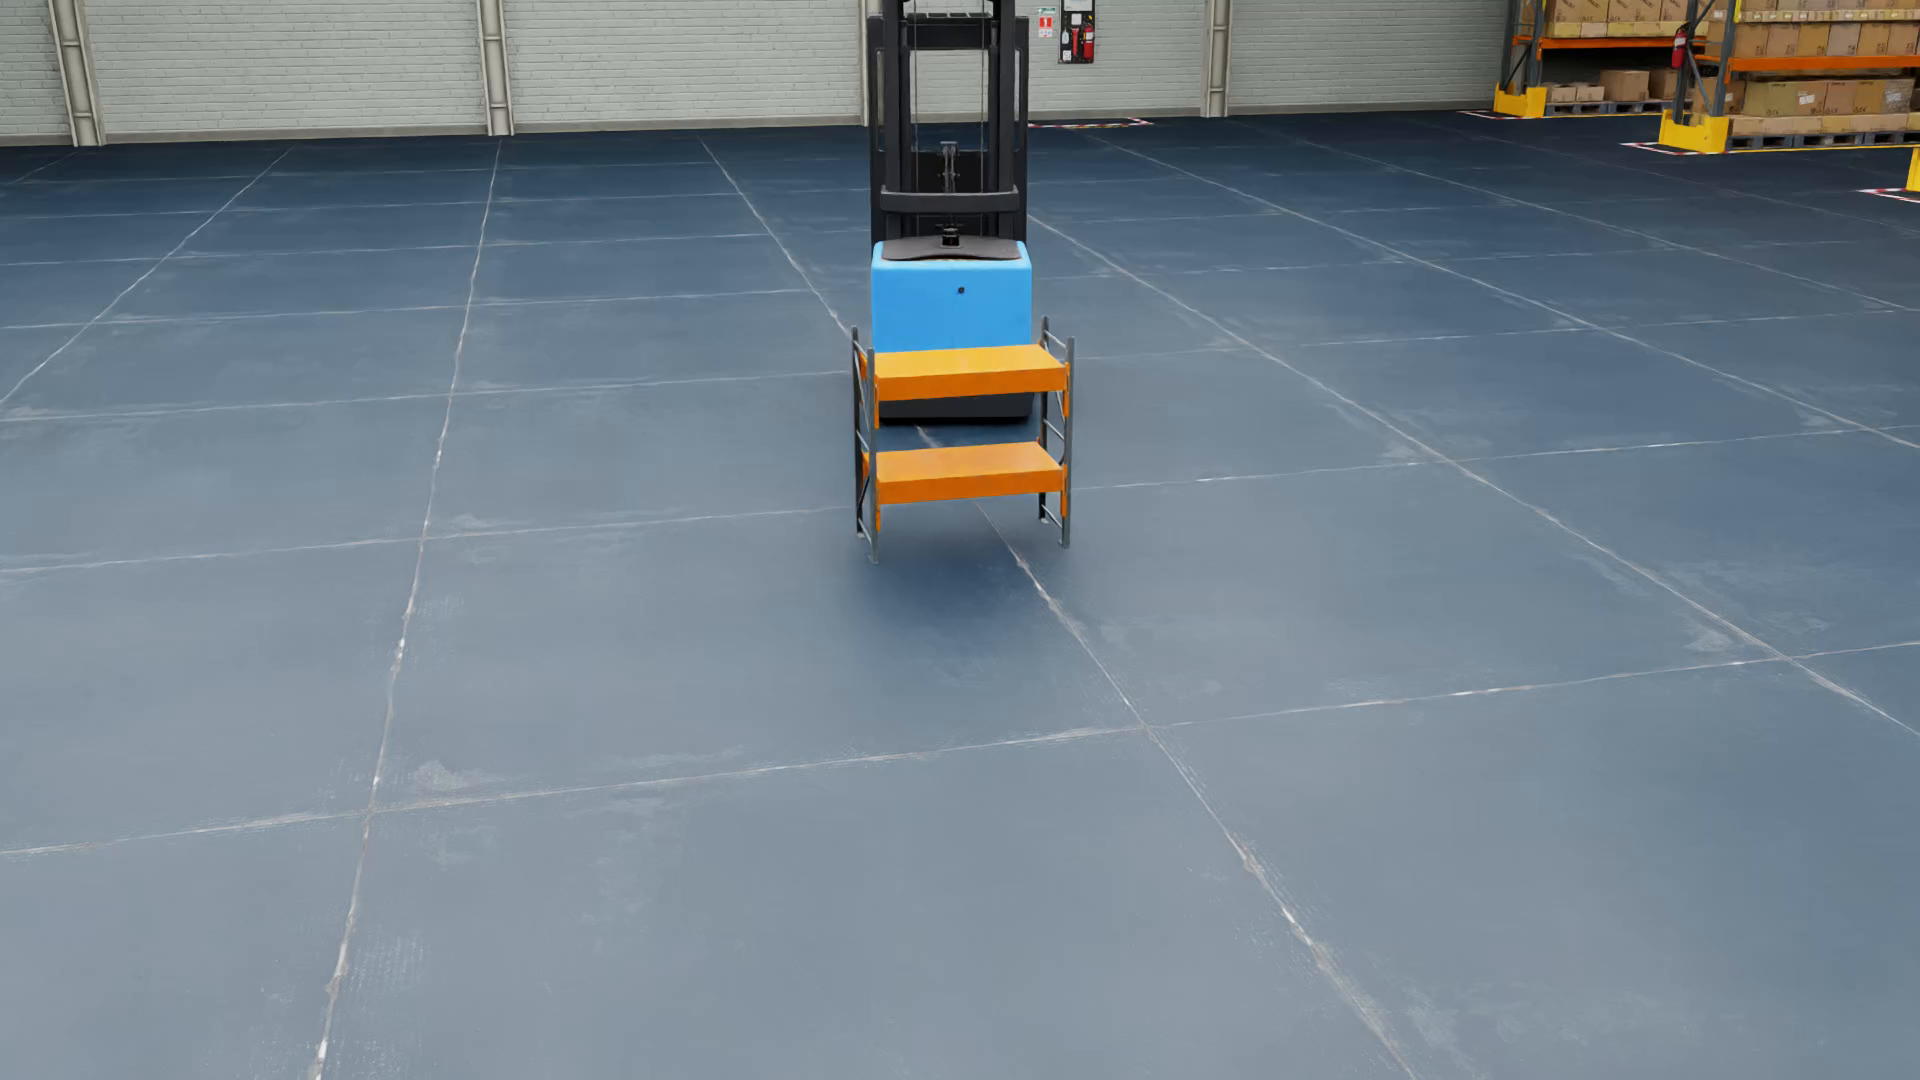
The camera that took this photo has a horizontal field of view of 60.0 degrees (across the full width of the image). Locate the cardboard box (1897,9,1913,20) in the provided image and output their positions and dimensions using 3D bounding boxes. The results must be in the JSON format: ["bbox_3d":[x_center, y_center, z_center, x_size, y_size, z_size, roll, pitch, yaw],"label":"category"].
[{"bbox_3d":[13.838,-7.772,24.581,0.250,0.149,0.380,-5,21,-13],"label":"cardboard box"}]

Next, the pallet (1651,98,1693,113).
[{"bbox_3d":[13.015,-7.859,29.961,1.213,0.211,1.003,-5,21,-12],"label":"pallet"}]

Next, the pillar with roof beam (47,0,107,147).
[{"bbox_3d":[-12.115,-8.738,19.584,0.400,9.000,9.100,-5,21,-12],"label":"pillar with roof beam"}]

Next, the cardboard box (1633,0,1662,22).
[{"bbox_3d":[11.789,-9.264,28.842,0.500,0.500,0.500,-4,20,-11],"label":"cardboard box"}]

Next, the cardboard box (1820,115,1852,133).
[{"bbox_3d":[12.945,-6.251,24.904,0.500,0.250,0.500,-5,21,-12],"label":"cardboard box"}]

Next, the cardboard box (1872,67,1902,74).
[{"bbox_3d":[16.864,-8.508,30.674,0.500,0.500,0.700,-4,21,-12],"label":"cardboard box"}]

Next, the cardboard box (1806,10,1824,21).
[{"bbox_3d":[12.347,-7.651,24.252,0.250,0.149,0.380,-5,21,-14],"label":"cardboard box"}]

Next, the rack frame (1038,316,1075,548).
[{"bbox_3d":[0.501,-0.569,8.732,0.032,1.125,0.500,-5,21,-12],"label":"rack frame"}]

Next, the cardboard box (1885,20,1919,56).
[{"bbox_3d":[13.862,-7.541,24.894,0.500,0.500,0.700,-5,21,-13],"label":"cardboard box"}]

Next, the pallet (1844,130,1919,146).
[{"bbox_3d":[14.020,-6.217,25.479,1.213,0.211,1.003,-5,21,-12],"label":"pallet"}]

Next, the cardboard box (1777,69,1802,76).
[{"bbox_3d":[14.864,-8.387,30.345,0.500,0.500,0.700,-5,21,-14],"label":"cardboard box"}]

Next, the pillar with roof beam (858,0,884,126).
[{"bbox_3d":[-0.437,-9.687,22.177,0.400,9.000,9.100,-5,21,-12],"label":"pillar with roof beam"}]

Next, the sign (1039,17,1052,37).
[{"bbox_3d":[1.436,-8.611,27.909,0.234,0.329,0.001,-5,21,-12],"label":"sign"}]

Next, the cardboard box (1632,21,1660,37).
[{"bbox_3d":[11.807,-8.911,28.969,0.500,0.250,0.500,-4,21,-12],"label":"cardboard box"}]

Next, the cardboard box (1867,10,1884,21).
[{"bbox_3d":[13.353,-7.733,24.476,0.250,0.149,0.380,-4,21,-11],"label":"cardboard box"}]

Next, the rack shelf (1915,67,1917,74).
[{"bbox_3d":[16.750,-7.396,25.689,4.000,0.370,1.077,-5,21,-12],"label":"rack shelf"}]

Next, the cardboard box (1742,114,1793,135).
[{"bbox_3d":[11.970,-6.173,24.693,0.500,0.250,0.500,-5,21,-12],"label":"cardboard box"}]

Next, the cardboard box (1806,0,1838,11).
[{"bbox_3d":[12.421,-8.035,24.357,0.500,0.500,0.700,-5,21,-12],"label":"cardboard box"}]

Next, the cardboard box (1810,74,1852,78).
[{"bbox_3d":[13.308,-6.822,25.374,0.500,0.500,0.500,-5,21,-12],"label":"cardboard box"}]

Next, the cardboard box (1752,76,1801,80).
[{"bbox_3d":[12.335,-6.743,25.157,0.500,0.500,0.500,-5,21,-12],"label":"cardboard box"}]

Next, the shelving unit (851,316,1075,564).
[{"bbox_3d":[0.007,-0.529,8.623,1.048,1.125,0.538,-5,21,-12],"label":"shelving unit"}]

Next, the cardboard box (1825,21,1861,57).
[{"bbox_3d":[12.875,-7.461,24.677,0.500,0.500,0.700,-4,21,-11],"label":"cardboard box"}]

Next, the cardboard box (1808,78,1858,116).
[{"bbox_3d":[12.945,-6.602,24.774,0.500,0.500,0.500,-5,21,-12],"label":"cardboard box"}]

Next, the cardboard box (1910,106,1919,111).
[{"bbox_3d":[15.141,-6.611,25.888,0.500,0.250,0.500,-5,21,-13],"label":"cardboard box"}]

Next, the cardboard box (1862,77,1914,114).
[{"bbox_3d":[13.914,-6.688,25.007,0.500,0.500,0.500,-5,21,-12],"label":"cardboard box"}]

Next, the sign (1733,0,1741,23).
[{"bbox_3d":[11.033,-7.516,23.597,0.005,0.325,0.100,-5,21,-12],"label":"sign"}]

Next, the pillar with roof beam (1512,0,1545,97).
[{"bbox_3d":[11.241,-10.637,24.770,0.400,9.000,9.100,-5,21,-12],"label":"pillar with roof beam"}]

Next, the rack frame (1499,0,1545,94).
[{"bbox_3d":[9.768,-8.916,28.794,0.127,3.000,1.000,-5,21,-12],"label":"rack frame"}]

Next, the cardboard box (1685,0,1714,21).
[{"bbox_3d":[12.787,-9.342,29.054,0.500,0.500,0.500,-5,21,-13],"label":"cardboard box"}]

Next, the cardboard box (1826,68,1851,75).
[{"bbox_3d":[15.859,-8.457,30.536,0.500,0.500,0.700,-5,21,-13],"label":"cardboard box"}]

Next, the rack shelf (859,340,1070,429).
[{"bbox_3d":[0.007,-0.804,8.522,1.000,0.278,0.538,-5,21,-12],"label":"rack shelf"}]

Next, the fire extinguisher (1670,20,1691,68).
[{"bbox_3d":[10.689,-7.368,24.681,0.183,0.674,0.296,-5,21,-12],"label":"fire extinguisher"}]

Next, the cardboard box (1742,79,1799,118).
[{"bbox_3d":[11.971,-6.525,24.563,0.500,0.500,0.500,-5,21,-12],"label":"cardboard box"}]

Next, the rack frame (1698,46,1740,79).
[{"bbox_3d":[13.660,-9.233,29.659,0.127,3.000,1.000,-5,21,-12],"label":"rack frame"}]

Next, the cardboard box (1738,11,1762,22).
[{"bbox_3d":[11.343,-7.569,24.028,0.250,0.149,0.380,-5,21,-13],"label":"cardboard box"}]

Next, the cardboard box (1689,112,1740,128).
[{"bbox_3d":[11.365,-6.306,25.055,0.500,0.250,0.500,-5,21,-12],"label":"cardboard box"}]

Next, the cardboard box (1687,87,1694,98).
[{"bbox_3d":[13.147,-8.057,29.927,0.250,0.166,0.380,-7,21,-20],"label":"cardboard box"}]

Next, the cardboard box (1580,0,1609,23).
[{"bbox_3d":[10.785,-9.180,28.614,0.500,0.500,0.500,-5,21,-12],"label":"cardboard box"}]

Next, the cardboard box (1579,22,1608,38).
[{"bbox_3d":[10.818,-8.833,28.757,0.500,0.250,0.500,-5,21,-14],"label":"cardboard box"}]

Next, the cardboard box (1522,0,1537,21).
[{"bbox_3d":[10.178,-9.316,28.984,0.500,0.500,0.500,-5,21,-13],"label":"cardboard box"}]

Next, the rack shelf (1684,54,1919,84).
[{"bbox_3d":[12.858,-7.079,24.824,4.000,0.370,1.077,-5,21,-12],"label":"rack shelf"}]

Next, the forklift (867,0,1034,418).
[{"bbox_3d":[-0.085,-2.625,11.718,1.130,2.935,3.031,0,20,-1],"label":"forklift"}]

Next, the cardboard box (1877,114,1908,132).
[{"bbox_3d":[13.914,-6.335,25.134,0.500,0.250,0.500,-5,21,-12],"label":"cardboard box"}]

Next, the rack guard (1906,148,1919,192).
[{"bbox_3d":[12.111,-4.448,20.231,0.348,0.500,1.175,-5,21,-12],"label":"rack guard"}]

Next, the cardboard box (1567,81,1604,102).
[{"bbox_3d":[11.017,-7.930,29.371,0.500,0.311,0.500,-3,20,-8],"label":"cardboard box"}]

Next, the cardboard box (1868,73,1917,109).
[{"bbox_3d":[14.281,-6.901,25.590,0.500,0.500,0.500,-5,21,-12],"label":"cardboard box"}]

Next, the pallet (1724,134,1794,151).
[{"bbox_3d":[11.646,-6.024,24.952,1.213,0.211,1.003,-5,21,-12],"label":"pallet"}]

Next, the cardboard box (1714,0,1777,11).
[{"bbox_3d":[11.420,-7.951,24.129,0.500,0.500,0.700,-5,21,-12],"label":"cardboard box"}]

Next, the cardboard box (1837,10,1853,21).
[{"bbox_3d":[12.839,-7.690,24.359,0.250,0.149,0.380,-4,21,-12],"label":"cardboard box"}]

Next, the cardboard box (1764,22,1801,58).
[{"bbox_3d":[11.879,-7.381,24.458,0.500,0.500,0.700,-4,21,-11],"label":"cardboard box"}]

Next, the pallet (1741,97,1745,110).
[{"bbox_3d":[14.418,-7.986,30.308,1.213,0.211,1.003,-5,21,-12],"label":"pallet"}]

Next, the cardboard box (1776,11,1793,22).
[{"bbox_3d":[11.842,-7.610,24.140,0.250,0.149,0.380,-5,21,-12],"label":"cardboard box"}]

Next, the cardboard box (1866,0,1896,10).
[{"bbox_3d":[13.395,-8.114,24.573,0.500,0.500,0.700,-5,21,-12],"label":"cardboard box"}]

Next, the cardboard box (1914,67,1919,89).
[{"bbox_3d":[18.299,-8.752,30.859,0.750,0.750,0.750,-5,21,-13],"label":"cardboard box"}]

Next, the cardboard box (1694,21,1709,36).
[{"bbox_3d":[12.783,-8.996,29.201,0.500,0.250,0.500,-5,21,-12],"label":"cardboard box"}]

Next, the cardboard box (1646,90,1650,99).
[{"bbox_3d":[12.099,-7.981,29.746,0.250,0.149,0.380,-6,21,-17],"label":"cardboard box"}]

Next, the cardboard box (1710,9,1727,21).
[{"bbox_3d":[11.239,-7.704,24.396,0.250,0.149,0.380,-5,21,-13],"label":"cardboard box"}]
